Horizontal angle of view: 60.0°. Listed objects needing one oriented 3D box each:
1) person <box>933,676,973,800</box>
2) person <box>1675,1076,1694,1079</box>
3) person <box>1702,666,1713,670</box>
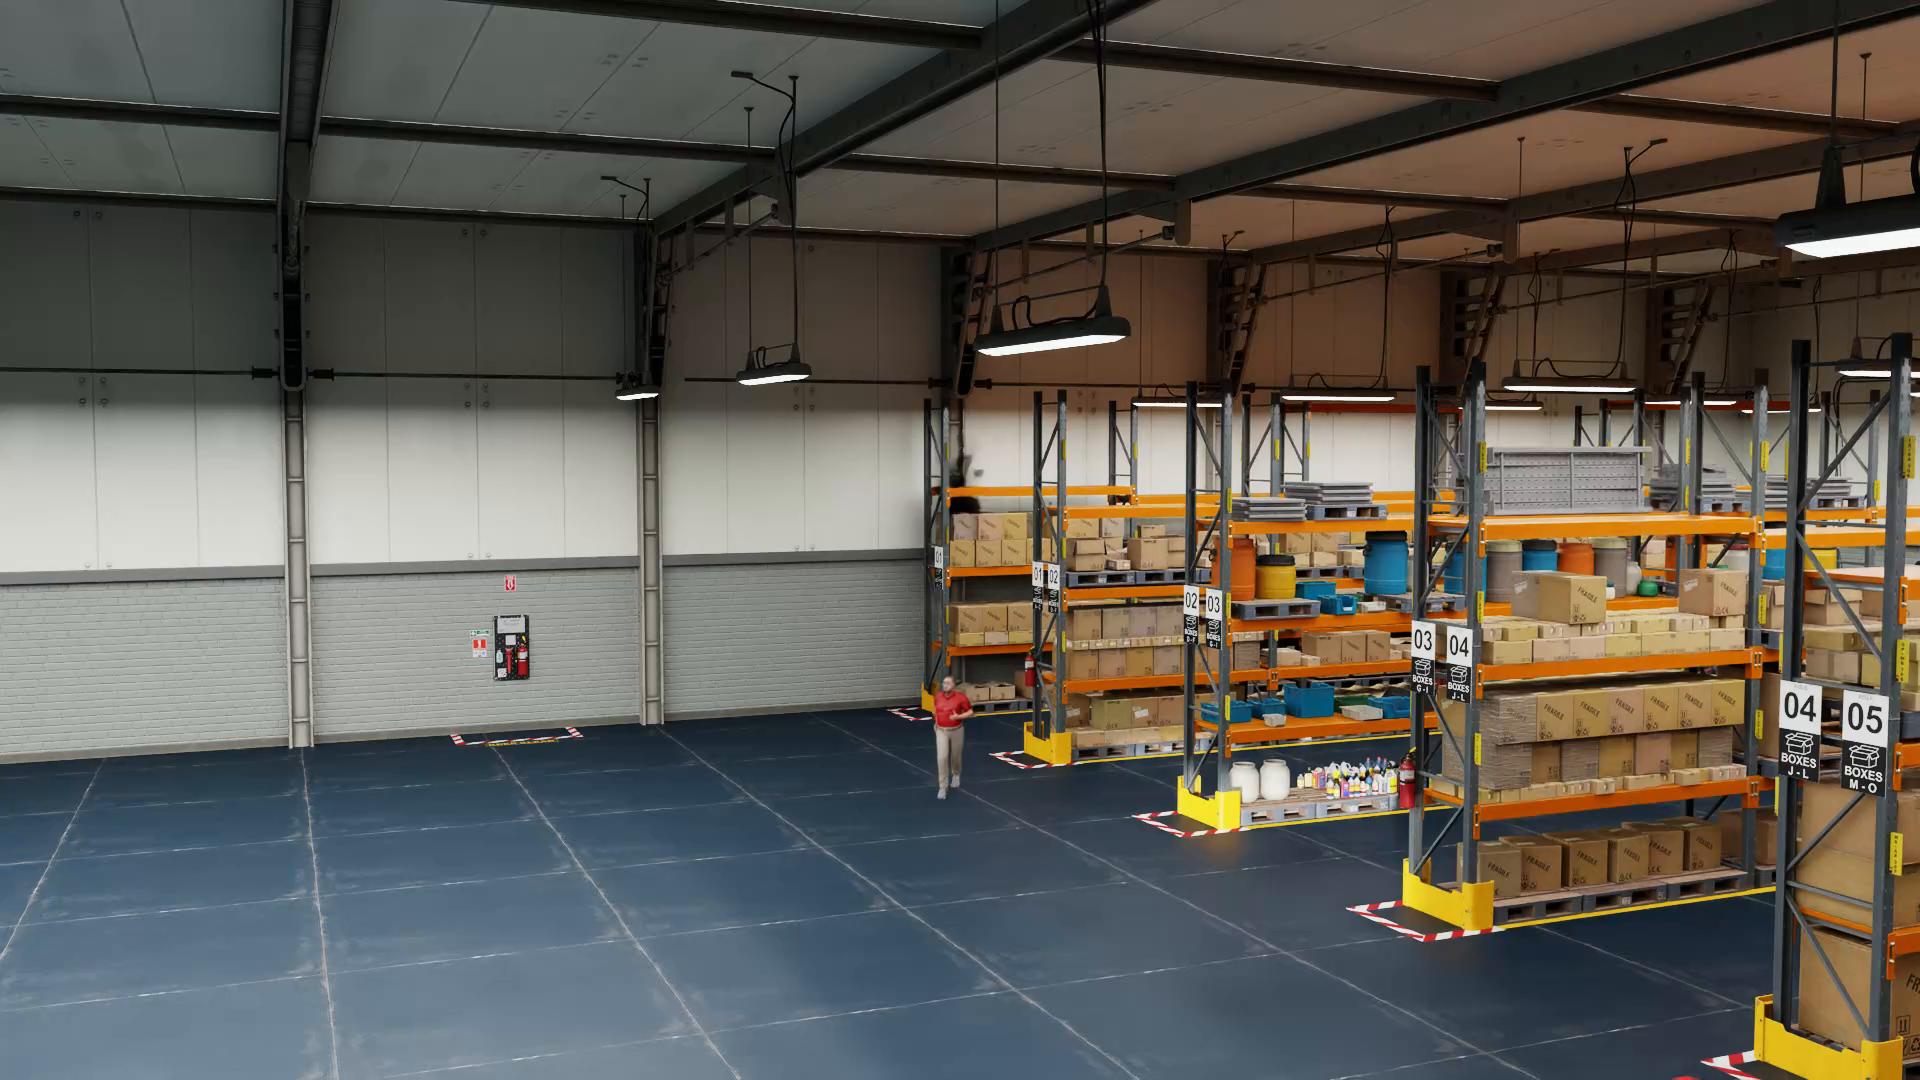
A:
[{"bbox_3d":[-0.120,2.869,24.396,0.641,1.762,0.893,1,3,11],"label":"person"},{"bbox_3d":[3.888,3.753,8.936,0.572,1.831,0.890,1,4,17],"label":"person"},{"bbox_3d":[13.648,2.572,29.902,0.714,1.689,0.662,-3,4,-38],"label":"person"}]
